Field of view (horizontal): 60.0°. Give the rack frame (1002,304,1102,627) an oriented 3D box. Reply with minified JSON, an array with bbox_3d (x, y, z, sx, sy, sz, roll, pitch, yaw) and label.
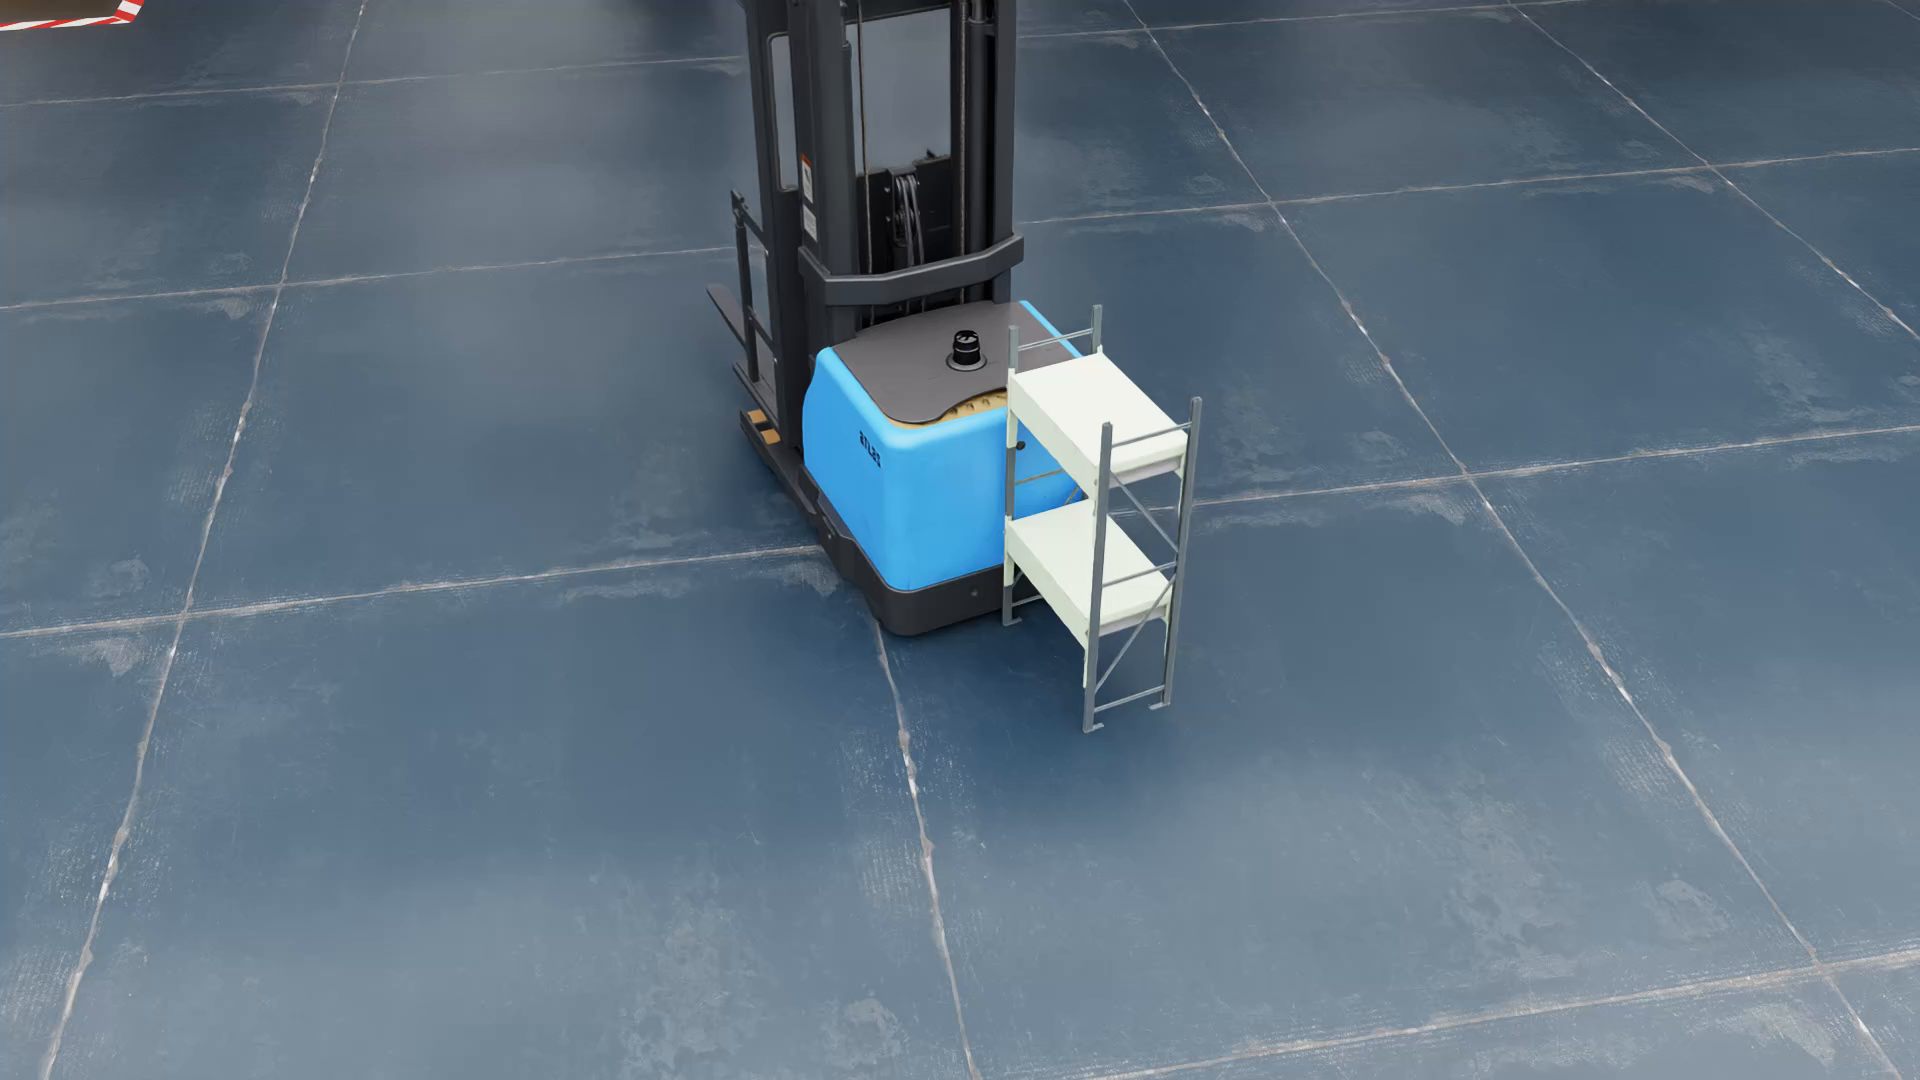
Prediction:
[{"bbox_3d":[0.370,-0.270,6.875,0.400,1.500,0.023,-16,41,-20],"label":"rack frame"}]

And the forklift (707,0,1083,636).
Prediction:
[{"bbox_3d":[-0.452,-1.646,7.480,1.130,2.935,3.031,-16,41,-20],"label":"forklift"}]

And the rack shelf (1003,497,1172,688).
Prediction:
[{"bbox_3d":[0.526,0.190,6.814,0.431,0.370,0.720,-16,41,-20],"label":"rack shelf"}]

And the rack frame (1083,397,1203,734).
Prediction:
[{"bbox_3d":[0.683,0.136,6.353,0.400,1.500,0.023,-16,41,-20],"label":"rack frame"}]

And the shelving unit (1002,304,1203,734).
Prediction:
[{"bbox_3d":[0.526,-0.067,6.614,0.431,1.500,0.755,-16,41,-20],"label":"shelving unit"}]

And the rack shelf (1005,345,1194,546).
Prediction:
[{"bbox_3d":[0.526,-0.375,6.374,0.431,0.370,0.720,-16,41,-20],"label":"rack shelf"}]
